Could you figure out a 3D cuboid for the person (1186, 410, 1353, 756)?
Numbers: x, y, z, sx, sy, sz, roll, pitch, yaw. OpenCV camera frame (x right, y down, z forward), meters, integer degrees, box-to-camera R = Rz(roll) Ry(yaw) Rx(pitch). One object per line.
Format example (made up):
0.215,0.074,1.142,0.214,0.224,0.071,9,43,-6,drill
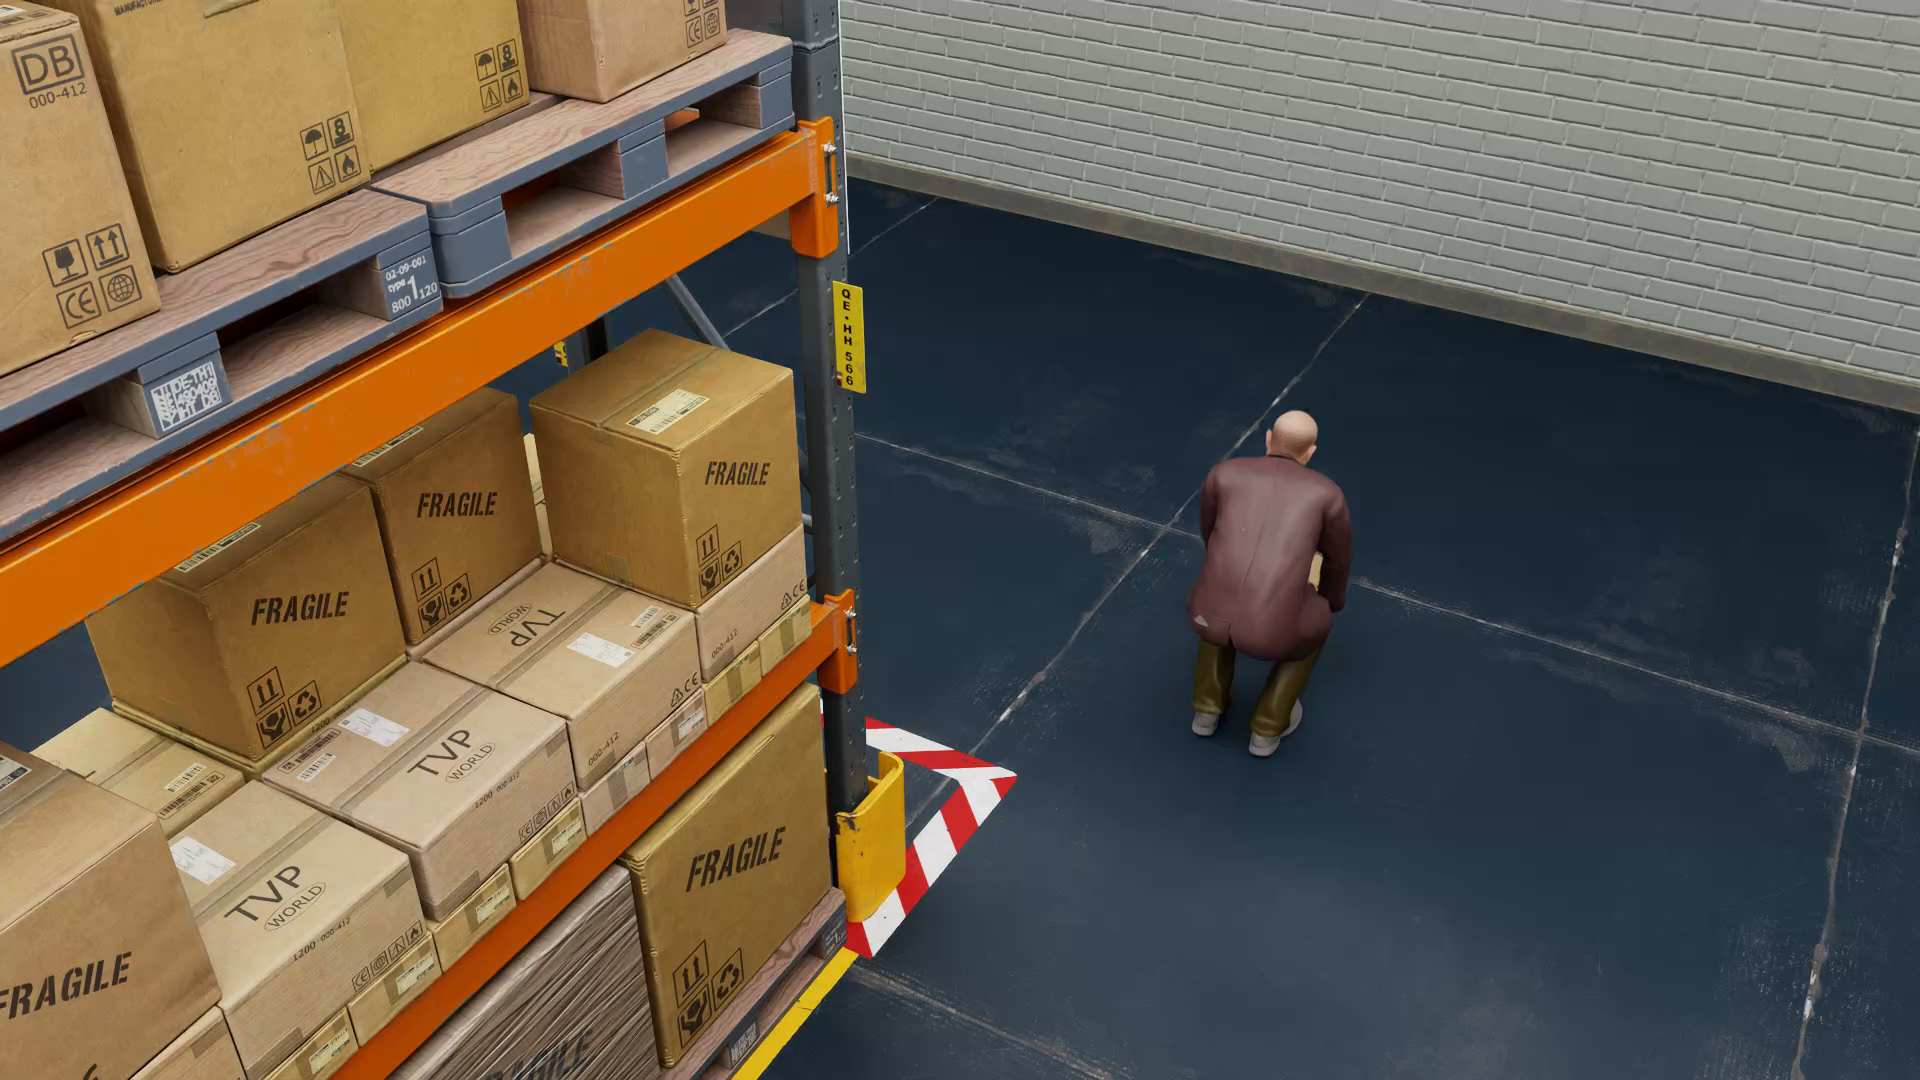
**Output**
1.147,0.184,6.393,0.628,1.210,0.809,18,38,24,person
